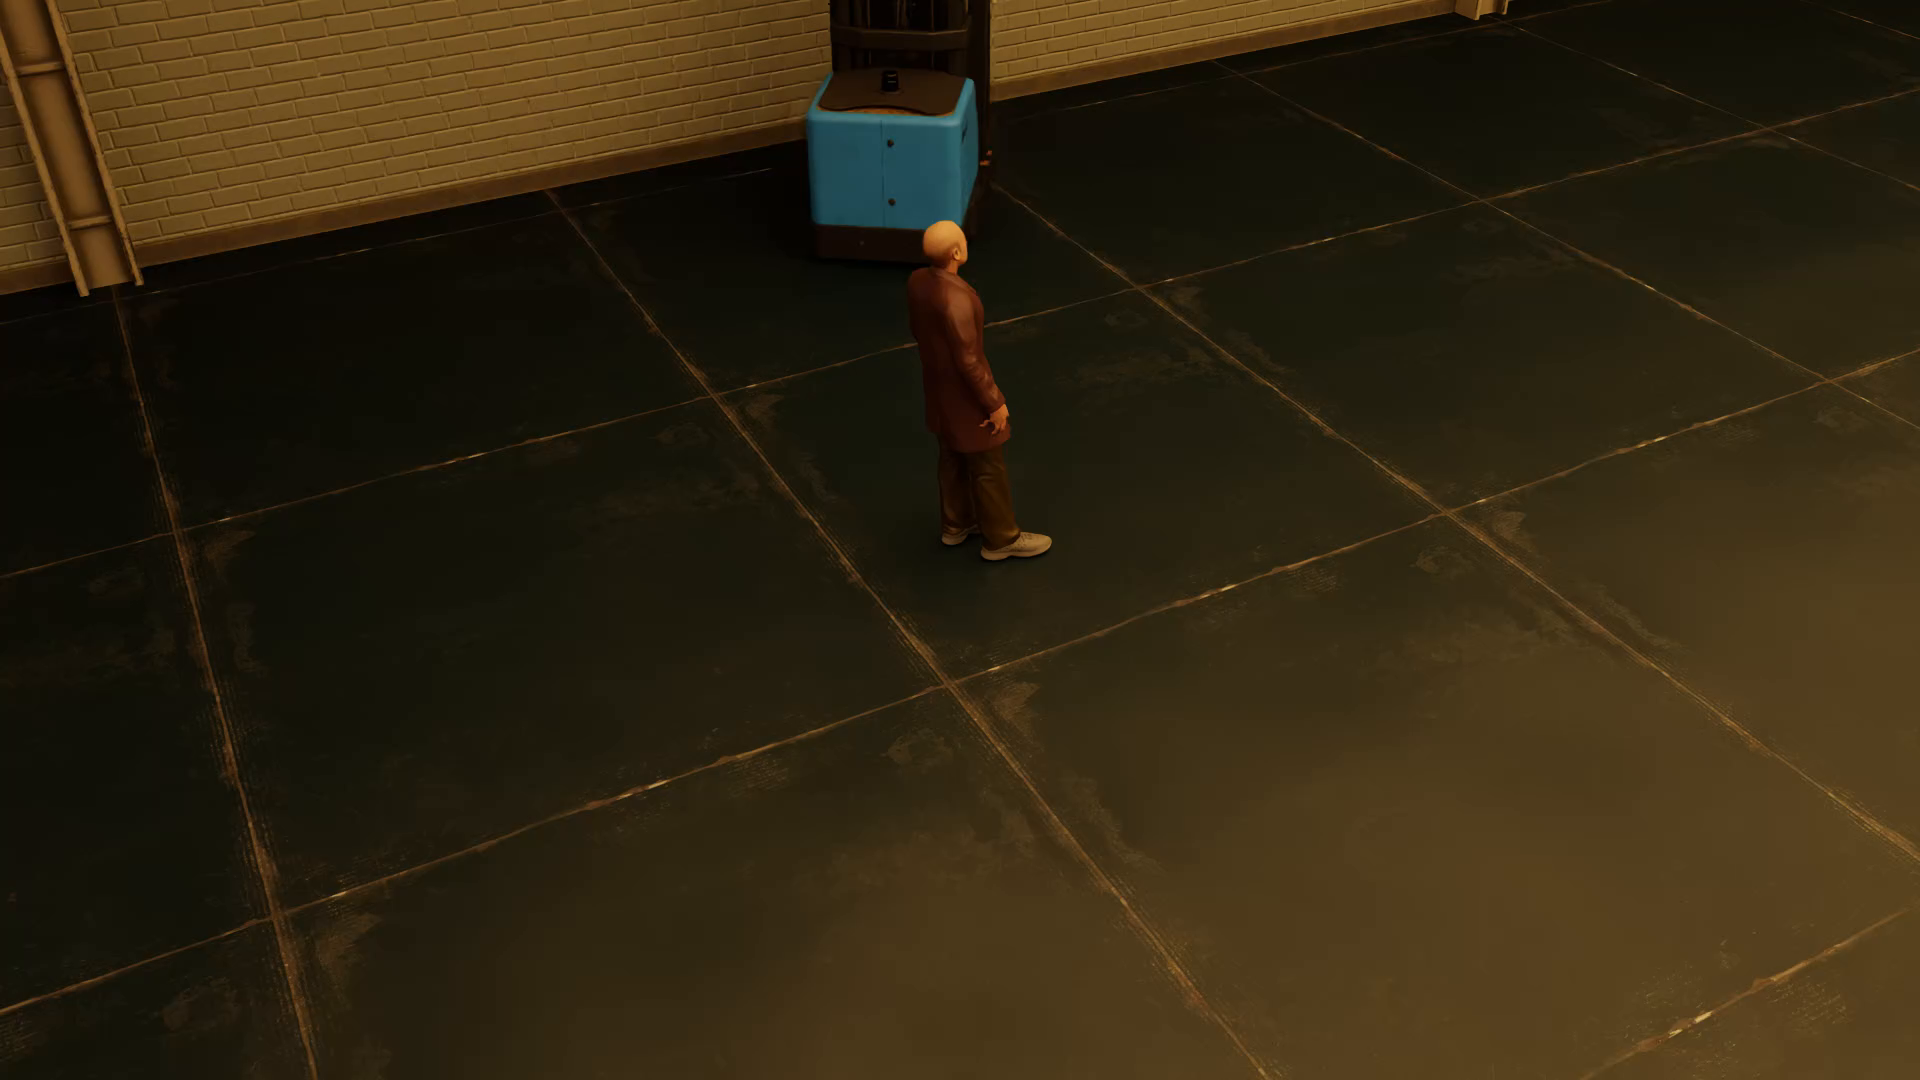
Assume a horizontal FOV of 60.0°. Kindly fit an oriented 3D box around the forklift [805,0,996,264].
[{"bbox_3d":[-0.324,-3.880,11.612,1.130,2.935,3.031,4,35,6],"label":"forklift"}]

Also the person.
[{"bbox_3d":[0.082,-0.754,8.176,0.582,1.776,0.696,-17,39,-23],"label":"person"}]
